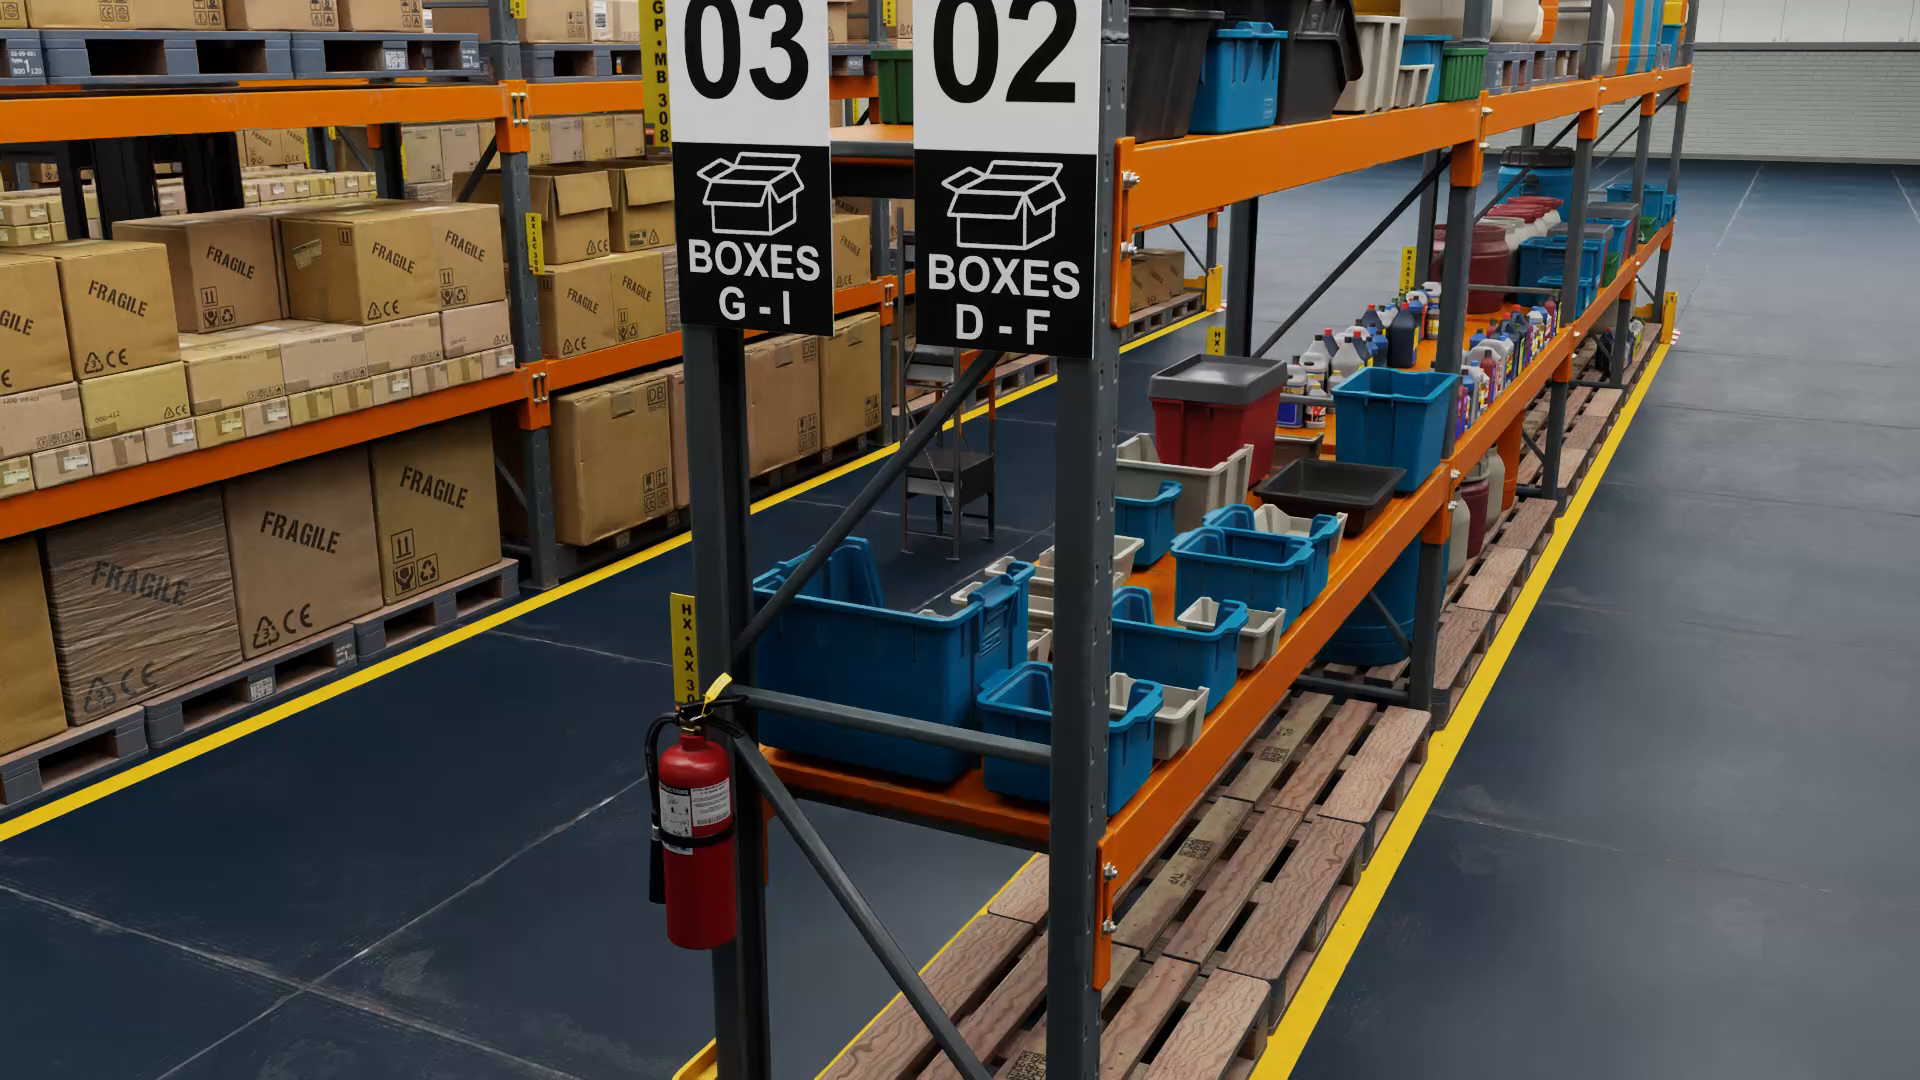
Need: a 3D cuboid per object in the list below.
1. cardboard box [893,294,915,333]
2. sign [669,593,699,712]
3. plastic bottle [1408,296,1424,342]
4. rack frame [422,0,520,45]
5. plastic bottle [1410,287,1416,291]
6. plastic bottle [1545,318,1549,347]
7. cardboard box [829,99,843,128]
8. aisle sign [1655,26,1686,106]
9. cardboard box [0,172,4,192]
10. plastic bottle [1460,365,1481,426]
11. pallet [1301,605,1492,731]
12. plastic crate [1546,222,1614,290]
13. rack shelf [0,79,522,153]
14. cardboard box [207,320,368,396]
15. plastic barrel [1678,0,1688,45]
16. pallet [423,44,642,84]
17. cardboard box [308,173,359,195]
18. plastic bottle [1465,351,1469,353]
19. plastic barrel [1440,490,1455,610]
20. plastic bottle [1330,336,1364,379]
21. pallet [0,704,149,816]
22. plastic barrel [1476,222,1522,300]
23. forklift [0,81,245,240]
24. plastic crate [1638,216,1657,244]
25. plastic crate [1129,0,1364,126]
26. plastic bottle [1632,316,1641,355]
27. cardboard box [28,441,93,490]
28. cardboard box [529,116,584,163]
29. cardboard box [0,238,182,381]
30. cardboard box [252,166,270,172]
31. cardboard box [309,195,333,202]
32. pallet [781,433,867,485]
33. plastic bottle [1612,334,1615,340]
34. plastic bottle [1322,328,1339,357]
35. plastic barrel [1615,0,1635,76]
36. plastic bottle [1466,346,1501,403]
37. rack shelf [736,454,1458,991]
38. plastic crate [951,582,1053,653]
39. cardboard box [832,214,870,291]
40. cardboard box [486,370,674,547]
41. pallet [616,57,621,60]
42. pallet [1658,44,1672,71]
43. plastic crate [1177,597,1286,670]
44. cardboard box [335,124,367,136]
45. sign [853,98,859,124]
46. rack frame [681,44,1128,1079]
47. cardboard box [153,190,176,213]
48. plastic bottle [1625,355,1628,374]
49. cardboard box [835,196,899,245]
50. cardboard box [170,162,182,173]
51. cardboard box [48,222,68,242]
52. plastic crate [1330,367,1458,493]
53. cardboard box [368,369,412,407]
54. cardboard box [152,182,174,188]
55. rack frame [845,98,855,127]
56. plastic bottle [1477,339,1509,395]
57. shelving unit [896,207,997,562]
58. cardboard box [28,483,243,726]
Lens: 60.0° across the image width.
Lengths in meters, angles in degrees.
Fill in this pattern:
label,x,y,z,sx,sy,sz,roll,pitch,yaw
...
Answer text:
label,x,y,z,sx,sy,sz,roll,pitch,yaw
cardboard box,-0.505,-1.918,14.015,0.500,0.250,0.500,11,20,32
sign,-0.648,0.289,3.998,0.100,0.325,0.005,8,18,25
plastic bottle,2.715,-1.323,9.935,0.097,0.271,0.097,0,17,0
rack frame,-2.792,-4.092,8.497,1.000,3.000,0.127,8,18,25
plastic bottle,2.756,-1.402,10.181,0.061,0.283,0.133,8,18,25
plastic bottle,3.412,-1.242,9.786,0.097,0.201,0.097,0,17,0
cardboard box,-2.023,-5.430,21.377,0.875,0.550,0.550,8,18,25
aisle sign,7.299,-4.869,17.085,0.394,0.787,0.004,8,18,25
cardboard box,-9.860,-3.508,16.452,0.500,0.250,0.500,8,18,25
plastic bottle,2.350,-0.689,7.795,0.152,0.276,0.135,8,18,25
pallet,2.021,0.559,8.270,1.003,0.211,1.213,8,18,25
plastic crate,4.422,-2.008,11.905,0.402,0.464,0.583,8,18,25
rack shelf,-3.686,-1.800,7.311,1.077,0.370,4.000,8,18,25
cardboard box,-3.212,-0.879,7.956,0.500,0.250,0.500,9,19,26
plastic barrel,6.897,-5.348,16.501,0.600,0.830,0.708,8,18,25
pallet,-2.427,-2.802,9.759,0.805,0.209,1.217,7,18,23
cardboard box,-5.320,-3.011,14.053,0.380,0.149,0.250,8,18,25
plastic bottle,2.584,-0.866,8.522,0.097,0.201,0.097,0,17,0
plastic barrel,2.213,-0.098,8.535,0.600,0.901,0.708,8,18,25
plastic bottle,1.886,-0.820,8.103,0.144,0.351,0.185,8,18,25
pallet,-4.292,0.926,7.037,1.003,0.211,1.213,8,18,25
plastic barrel,3.695,-1.948,11.618,0.421,0.512,0.421,0,17,0
forklift,-5.427,-1.603,10.775,3.031,2.935,1.130,6,18,19
plastic crate,6.072,-2.832,15.164,0.450,0.188,0.662,8,18,25
plastic crate,0.780,-1.330,4.573,0.504,0.338,0.767,8,18,25
plastic bottle,6.303,-1.921,15.605,0.144,0.351,0.185,9,19,28
cardboard box,-3.783,-0.323,6.784,0.380,0.149,0.250,8,18,25
cardboard box,-4.281,-4.051,16.963,0.700,0.500,0.500,8,18,26
cardboard box,-3.674,-0.976,6.965,0.500,0.500,0.500,8,18,24
cardboard box,-8.283,-4.294,19.418,0.380,0.149,0.250,8,18,24
cardboard box,-5.444,-2.796,13.851,0.380,0.149,0.250,9,19,27
pallet,-1.425,-0.707,12.535,1.003,0.211,1.213,8,18,25
plastic bottle,5.902,-1.732,15.107,0.097,0.271,0.097,0,17,0
plastic bottle,1.839,-0.885,8.323,0.144,0.351,0.185,8,18,25
plastic barrel,4.279,-3.597,11.344,0.600,0.830,0.708,8,18,25
plastic bottle,2.600,-0.832,8.275,0.152,0.276,0.135,8,18,25
rack shelf,0.745,0.268,5.617,1.077,0.370,4.000,8,18,25
plastic crate,0.196,0.228,4.847,0.396,0.136,0.243,8,18,25
cardboard box,-1.004,-2.126,12.238,0.500,0.500,0.500,9,19,27
cardboard box,-2.524,-0.565,10.151,1.225,0.875,0.875,8,18,26
pallet,-3.235,-5.513,18.706,1.003,0.211,1.213,8,18,25
pallet,5.448,-4.167,14.351,1.213,0.211,1.003,8,18,25
plastic crate,0.777,0.265,4.720,0.250,0.136,0.298,8,18,25
cardboard box,-7.693,-5.269,20.542,0.700,0.500,0.500,8,18,25
sign,-1.343,-5.526,21.410,0.100,0.325,0.005,8,18,25
rack frame,-0.149,0.433,3.799,1.000,3.000,0.127,8,18,25
cardboard box,-6.133,-2.546,12.488,0.380,0.149,0.250,8,18,25
plastic bottle,5.839,-1.571,14.686,0.097,0.201,0.097,0,17,0
cardboard box,-0.800,-2.627,13.188,0.500,0.500,0.500,6,17,19
cardboard box,-8.774,-4.369,18.530,0.500,0.500,0.500,7,18,23
cardboard box,-6.483,-2.205,11.860,0.380,0.149,0.250,8,18,24
plastic crate,1.735,-0.445,6.677,0.392,0.384,0.575,8,18,25
cardboard box,-2.980,-0.780,8.324,0.380,0.149,0.250,8,19,26
cardboard box,-6.478,-2.767,13.230,0.380,0.149,0.250,8,18,25
rack frame,-1.822,-4.930,21.853,1.000,3.000,0.127,8,18,25
plastic bottle,2.704,-0.891,8.474,0.152,0.276,0.135,8,18,25
shelving unit,-0.074,-0.964,10.083,0.431,2.100,0.503,8,18,25
cardboard box,-3.959,0.215,7.527,0.875,0.875,0.875,8,18,25
